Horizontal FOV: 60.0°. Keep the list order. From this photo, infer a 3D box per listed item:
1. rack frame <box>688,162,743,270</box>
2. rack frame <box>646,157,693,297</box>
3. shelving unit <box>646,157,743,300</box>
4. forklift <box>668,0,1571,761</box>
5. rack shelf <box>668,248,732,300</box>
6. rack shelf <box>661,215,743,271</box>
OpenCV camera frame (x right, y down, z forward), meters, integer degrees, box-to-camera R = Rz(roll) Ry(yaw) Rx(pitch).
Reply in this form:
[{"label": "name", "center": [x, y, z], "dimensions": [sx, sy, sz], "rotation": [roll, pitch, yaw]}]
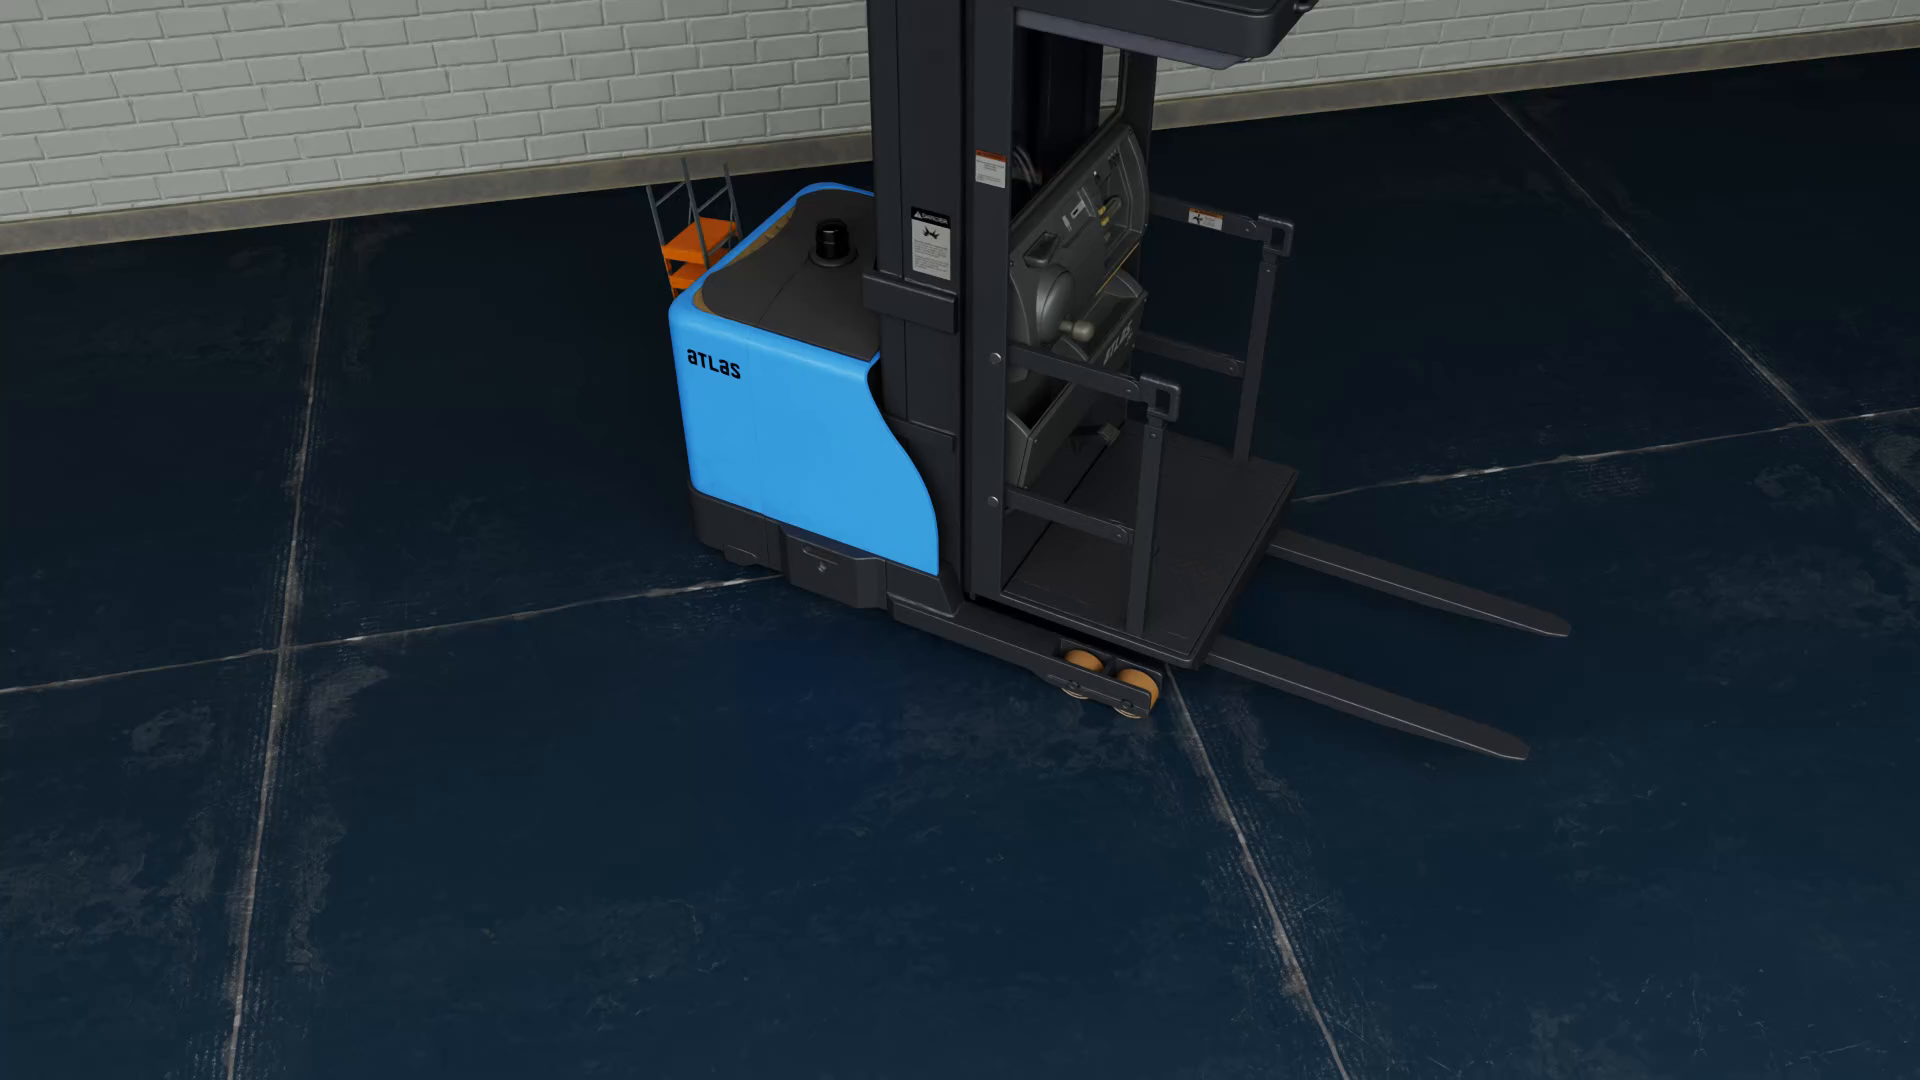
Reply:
[{"label": "rack frame", "center": [-0.821, -0.811, 6.231], "dimensions": [0.006, 1.200, 0.240], "rotation": [13, 43, 25]}, {"label": "rack frame", "center": [-0.983, -0.847, 6.307], "dimensions": [0.006, 1.200, 0.240], "rotation": [13, 43, 25]}, {"label": "shelving unit", "center": [-0.902, -0.829, 6.269], "dimensions": [0.189, 1.200, 0.258], "rotation": [13, 43, 25]}, {"label": "forklift", "center": [0.558, -0.905, 5.062], "dimensions": [3.031, 2.935, 1.130], "rotation": [19, 45, 20]}, {"label": "rack shelf", "center": [-0.924, -0.981, 6.148], "dimensions": [0.180, 0.103, 0.258], "rotation": [13, 43, 25]}, {"label": "rack shelf", "center": [-0.938, -1.075, 6.074], "dimensions": [0.180, 0.103, 0.258], "rotation": [13, 43, 25]}]
